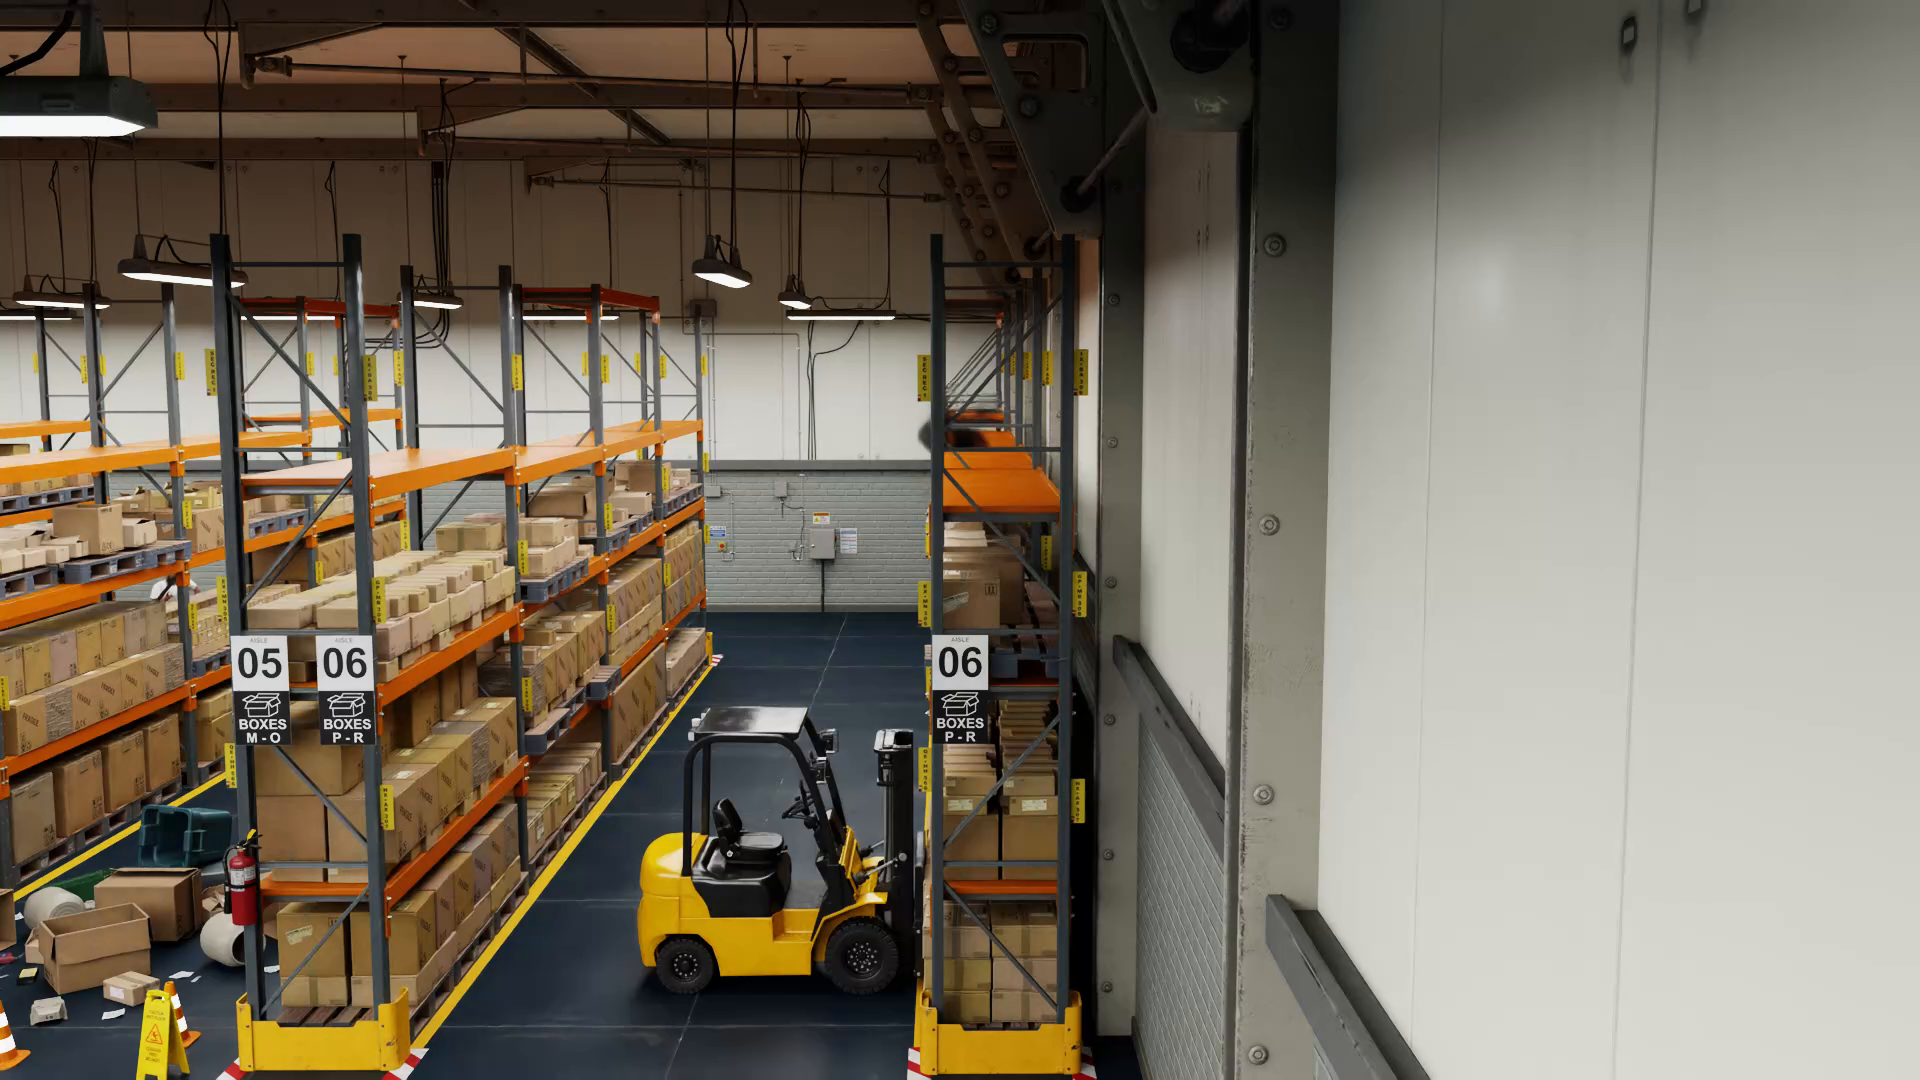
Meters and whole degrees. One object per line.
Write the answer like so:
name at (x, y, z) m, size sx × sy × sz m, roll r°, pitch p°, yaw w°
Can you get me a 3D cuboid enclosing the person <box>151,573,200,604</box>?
person at (-12.978, 1.251, 27.521) m, size 0.724 × 1.746 × 0.882 m, roll -2°, pitch 7°, yaw -20°
